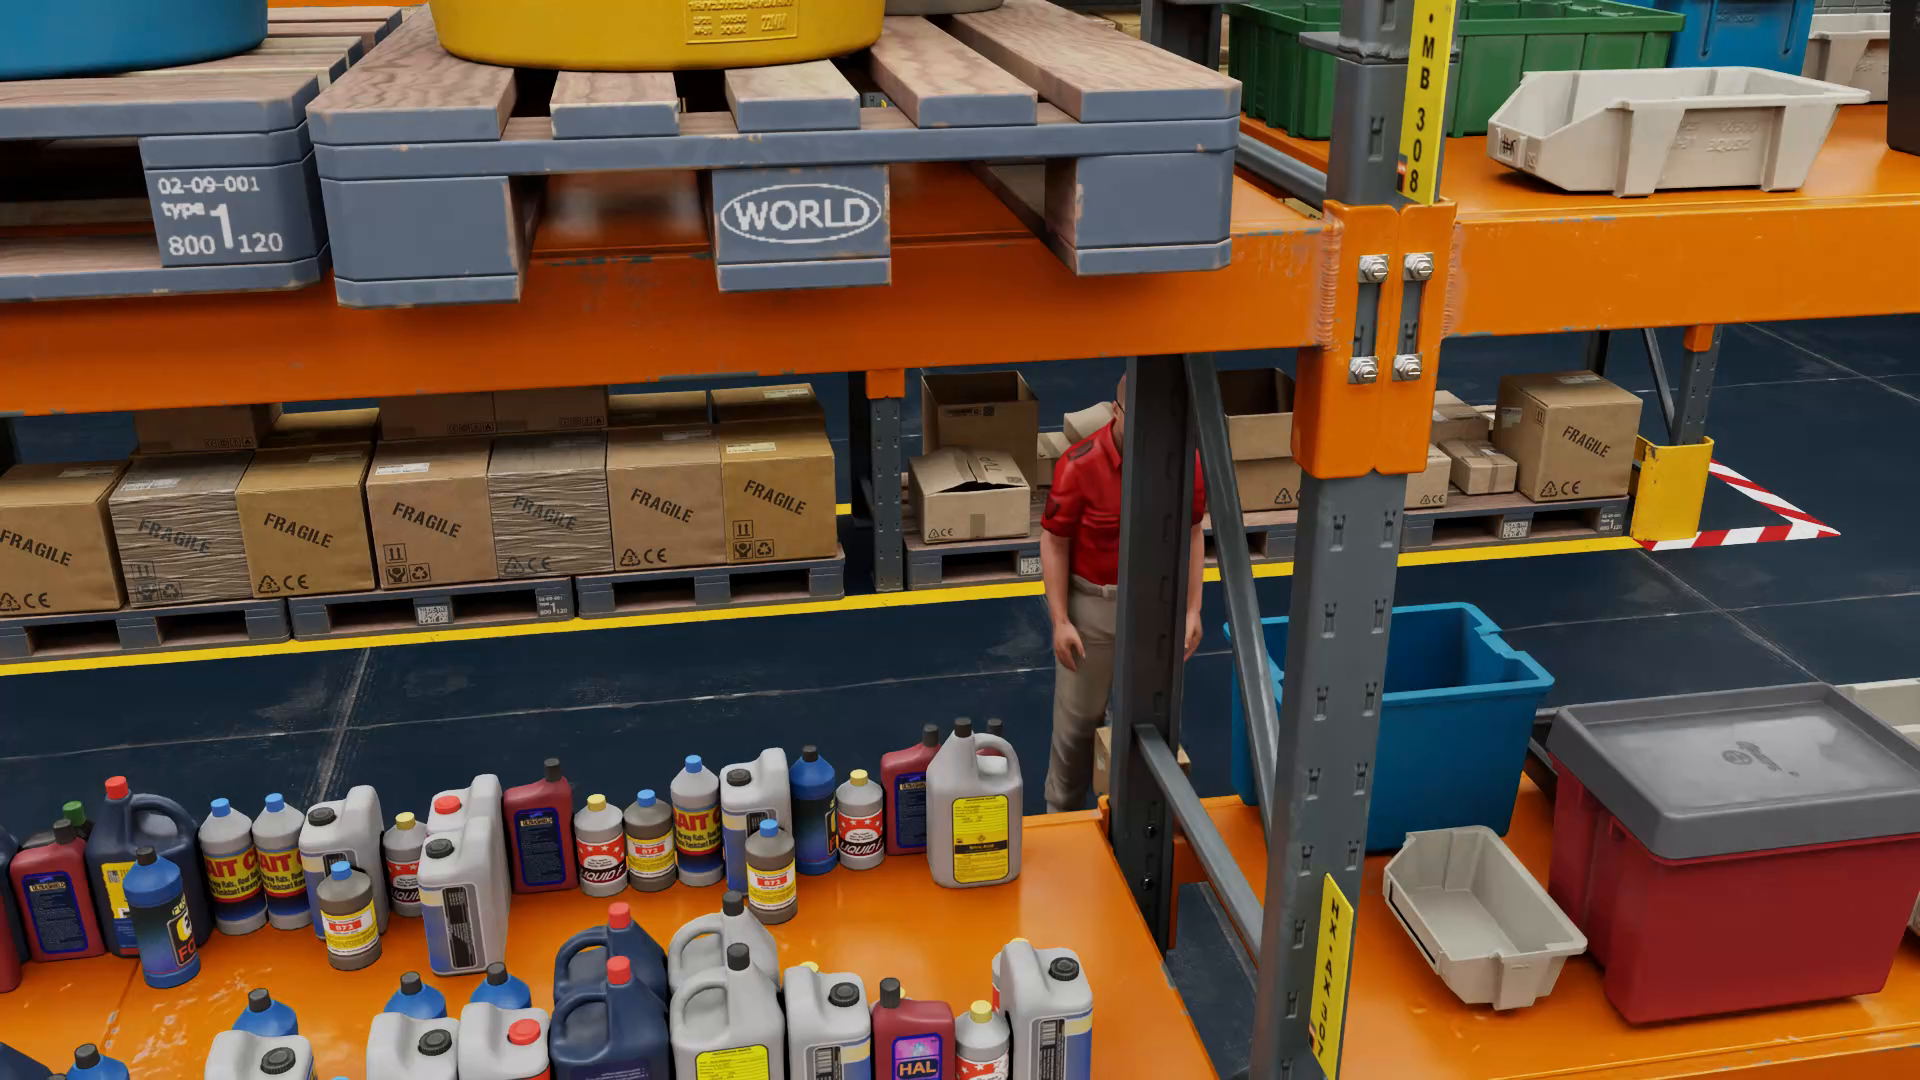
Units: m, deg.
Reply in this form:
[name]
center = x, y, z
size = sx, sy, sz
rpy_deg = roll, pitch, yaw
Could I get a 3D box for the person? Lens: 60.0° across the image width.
[person]
center = 0.541, 0.260, 5.503
size = 0.566, 1.729, 0.396
rpy_deg = -5, 24, -11
